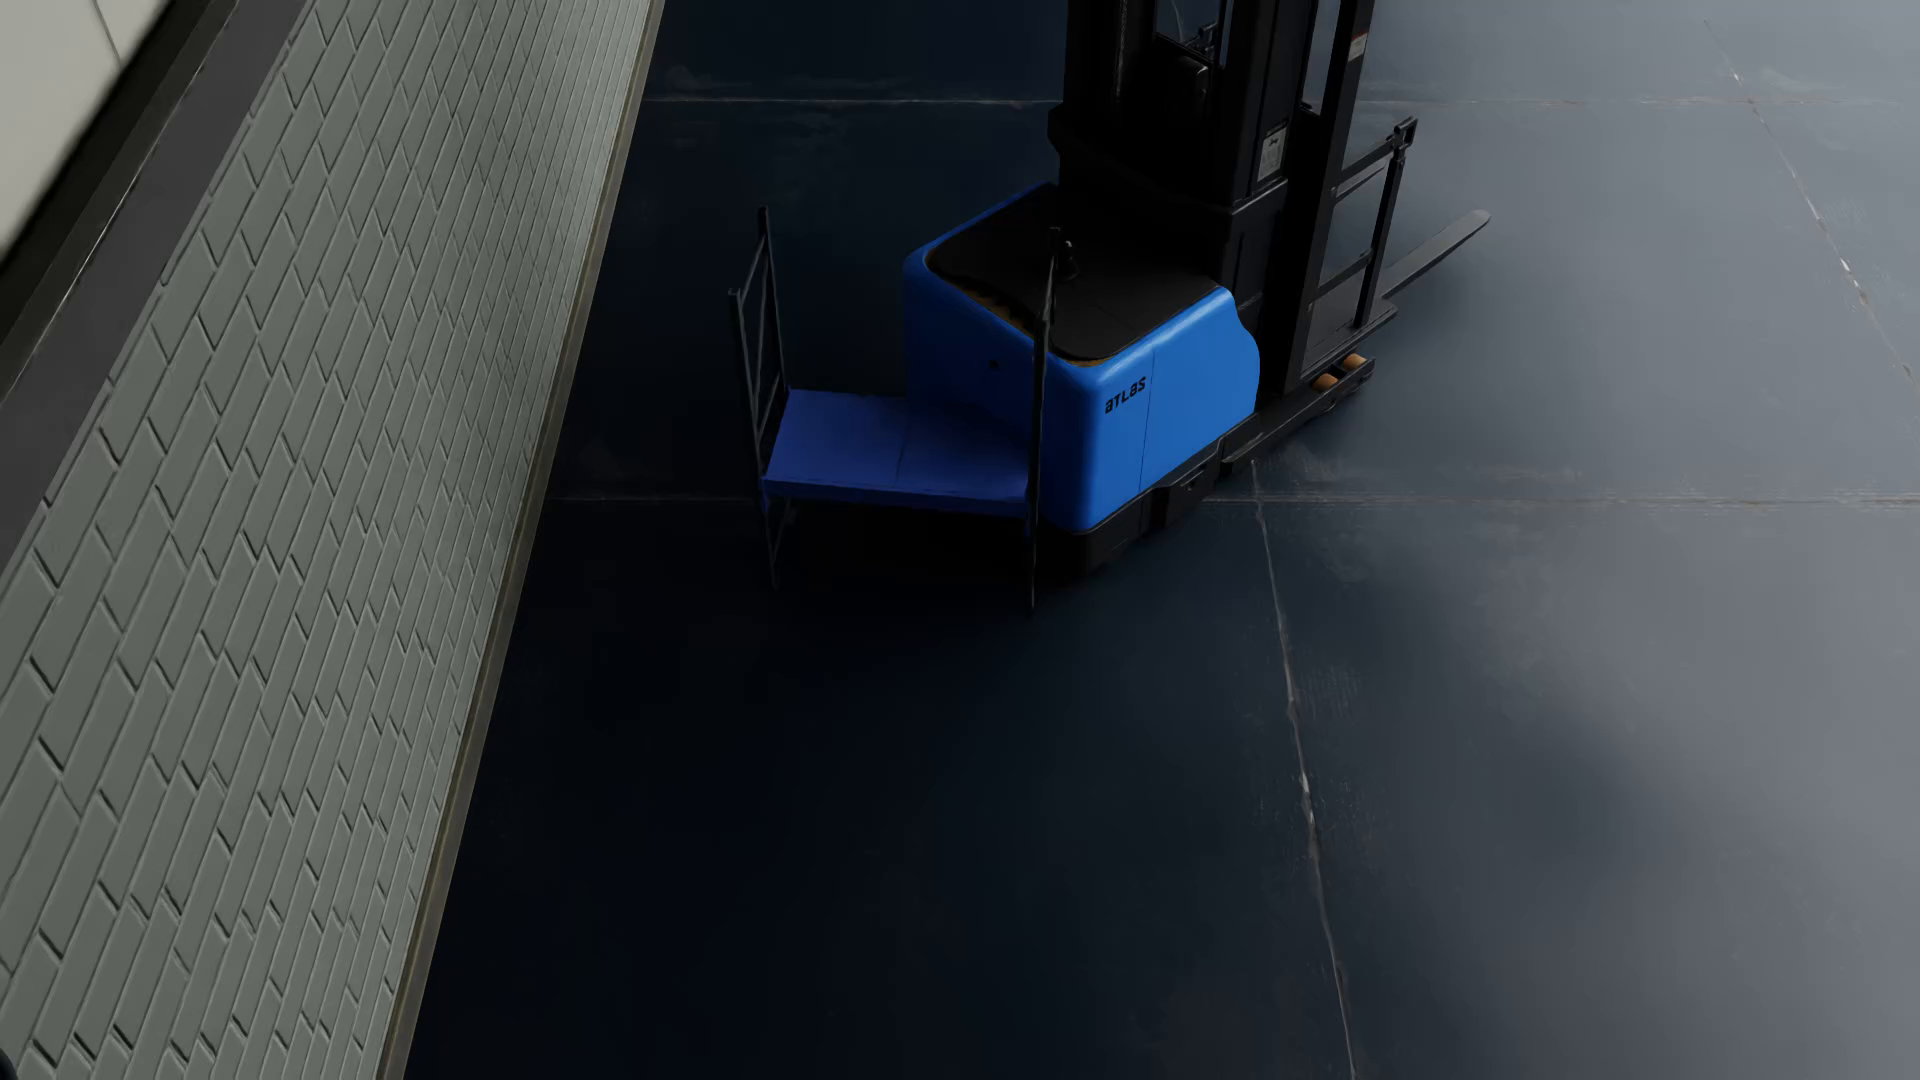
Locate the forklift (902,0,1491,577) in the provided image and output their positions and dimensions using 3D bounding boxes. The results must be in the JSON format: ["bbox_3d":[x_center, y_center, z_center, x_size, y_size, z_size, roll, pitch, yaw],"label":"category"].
[{"bbox_3d":[1.185,-1.810,6.432,3.031,2.935,1.130,-34,56,-28],"label":"forklift"}]

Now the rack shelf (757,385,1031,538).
[{"bbox_3d":[-0.210,-0.304,6.254,1.000,0.185,0.538,5,47,5],"label":"rack shelf"}]

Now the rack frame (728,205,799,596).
[{"bbox_3d":[-0.715,-0.473,6.165,0.032,1.500,0.500,5,47,5],"label":"rack frame"}]

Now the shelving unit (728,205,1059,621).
[{"bbox_3d":[-0.210,-0.426,6.122,1.048,1.500,0.538,5,47,5],"label":"shelving unit"}]

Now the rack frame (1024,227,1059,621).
[{"bbox_3d":[0.294,-0.380,6.078,0.032,1.500,0.500,5,47,5],"label":"rack frame"}]
